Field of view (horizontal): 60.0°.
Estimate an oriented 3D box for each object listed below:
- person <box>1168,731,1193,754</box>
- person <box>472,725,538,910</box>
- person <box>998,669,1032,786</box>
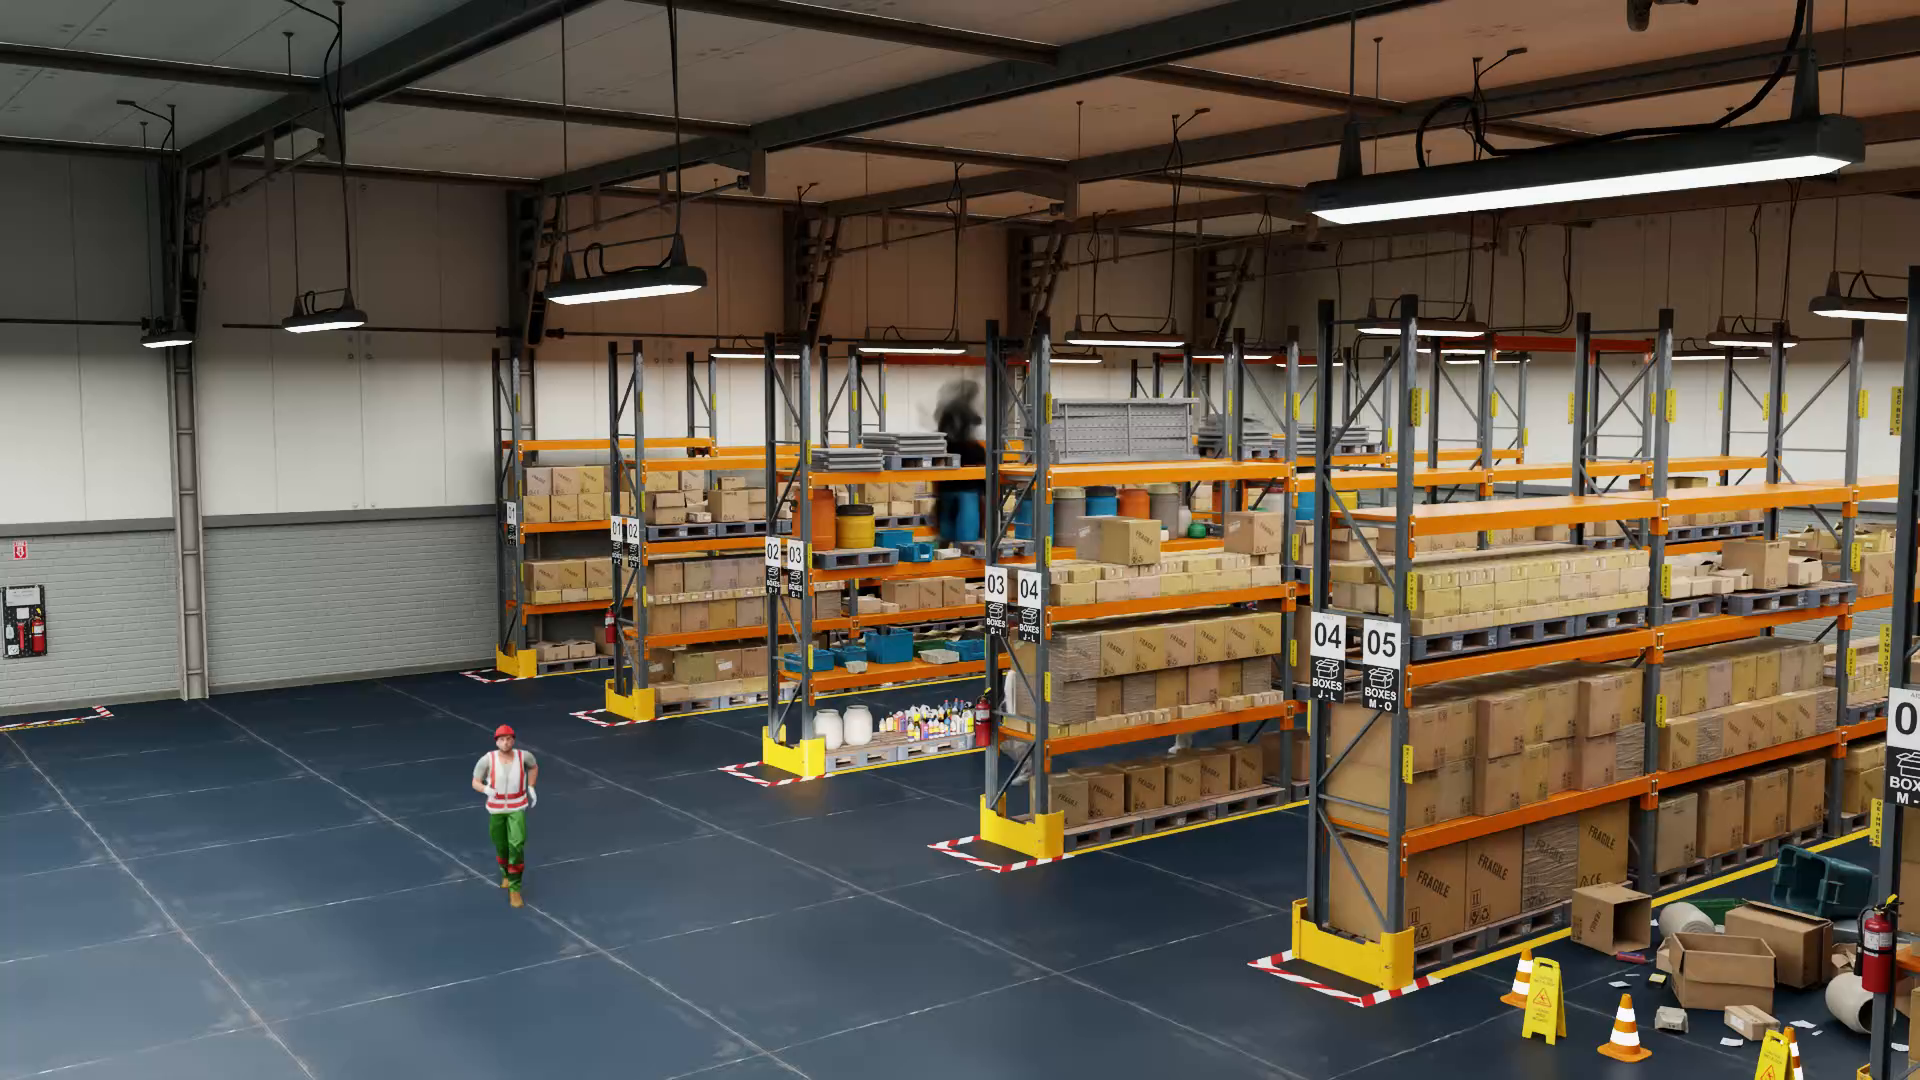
[{"bbox_3d":[3.005,2.033,22.519,0.580,1.749,0.694,-5,7,-43],"label":"person"},{"bbox_3d":[-4.638,2.780,16.967,0.631,1.830,0.813,-1,5,-11],"label":"person"},{"bbox_3d":[0.726,2.191,20.637,0.499,1.751,0.661,-5,7,-43],"label":"person"}]
